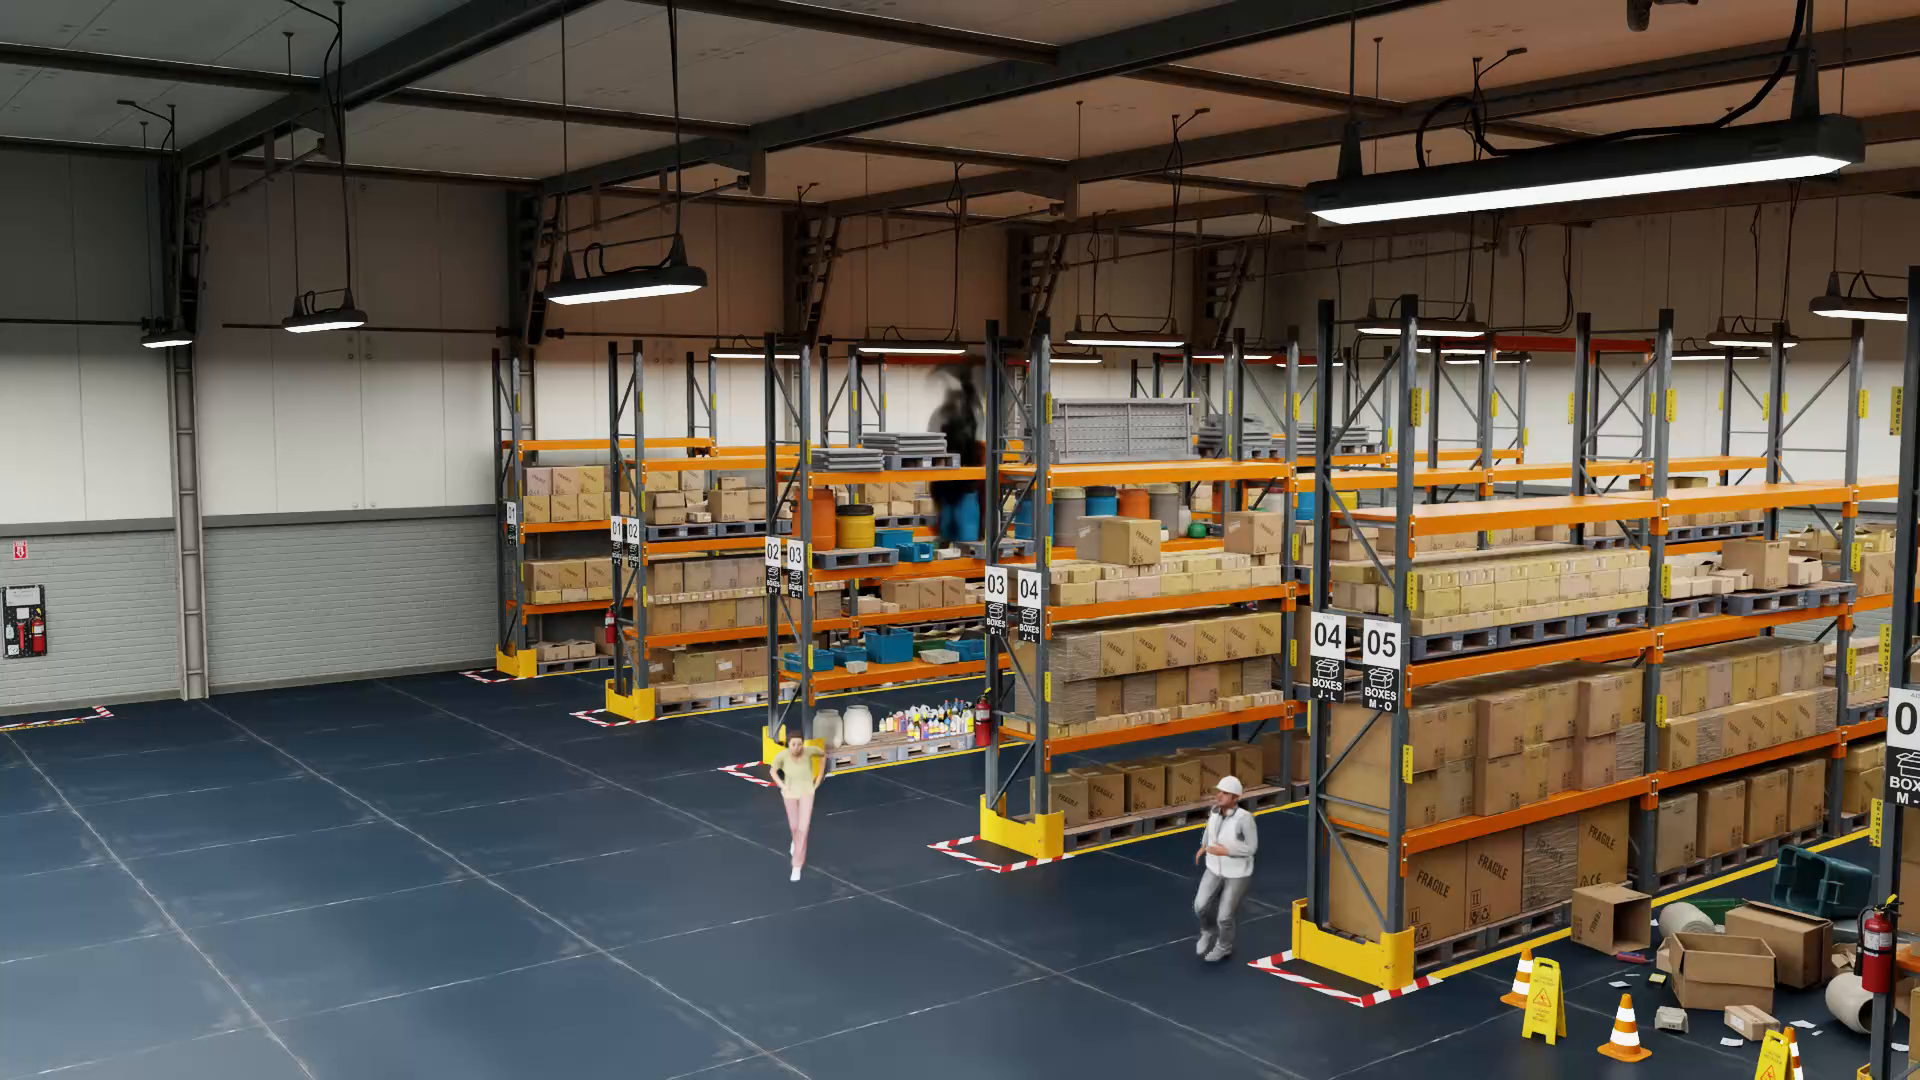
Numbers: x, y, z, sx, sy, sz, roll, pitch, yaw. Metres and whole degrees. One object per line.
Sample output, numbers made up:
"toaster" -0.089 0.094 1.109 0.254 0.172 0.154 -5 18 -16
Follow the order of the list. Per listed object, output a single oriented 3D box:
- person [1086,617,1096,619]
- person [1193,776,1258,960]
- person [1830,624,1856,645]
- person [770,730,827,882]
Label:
"person" 2.410 1.708 30.236 0.540 1.633 0.565 -4 7 -40
"person" 2.385 2.986 15.042 0.718 1.734 0.639 3 6 34
"person" 13.740 2.080 25.860 0.548 1.653 0.612 -4 6 -38
"person" -1.759 2.802 18.080 0.612 1.626 1.005 -1 5 -7
